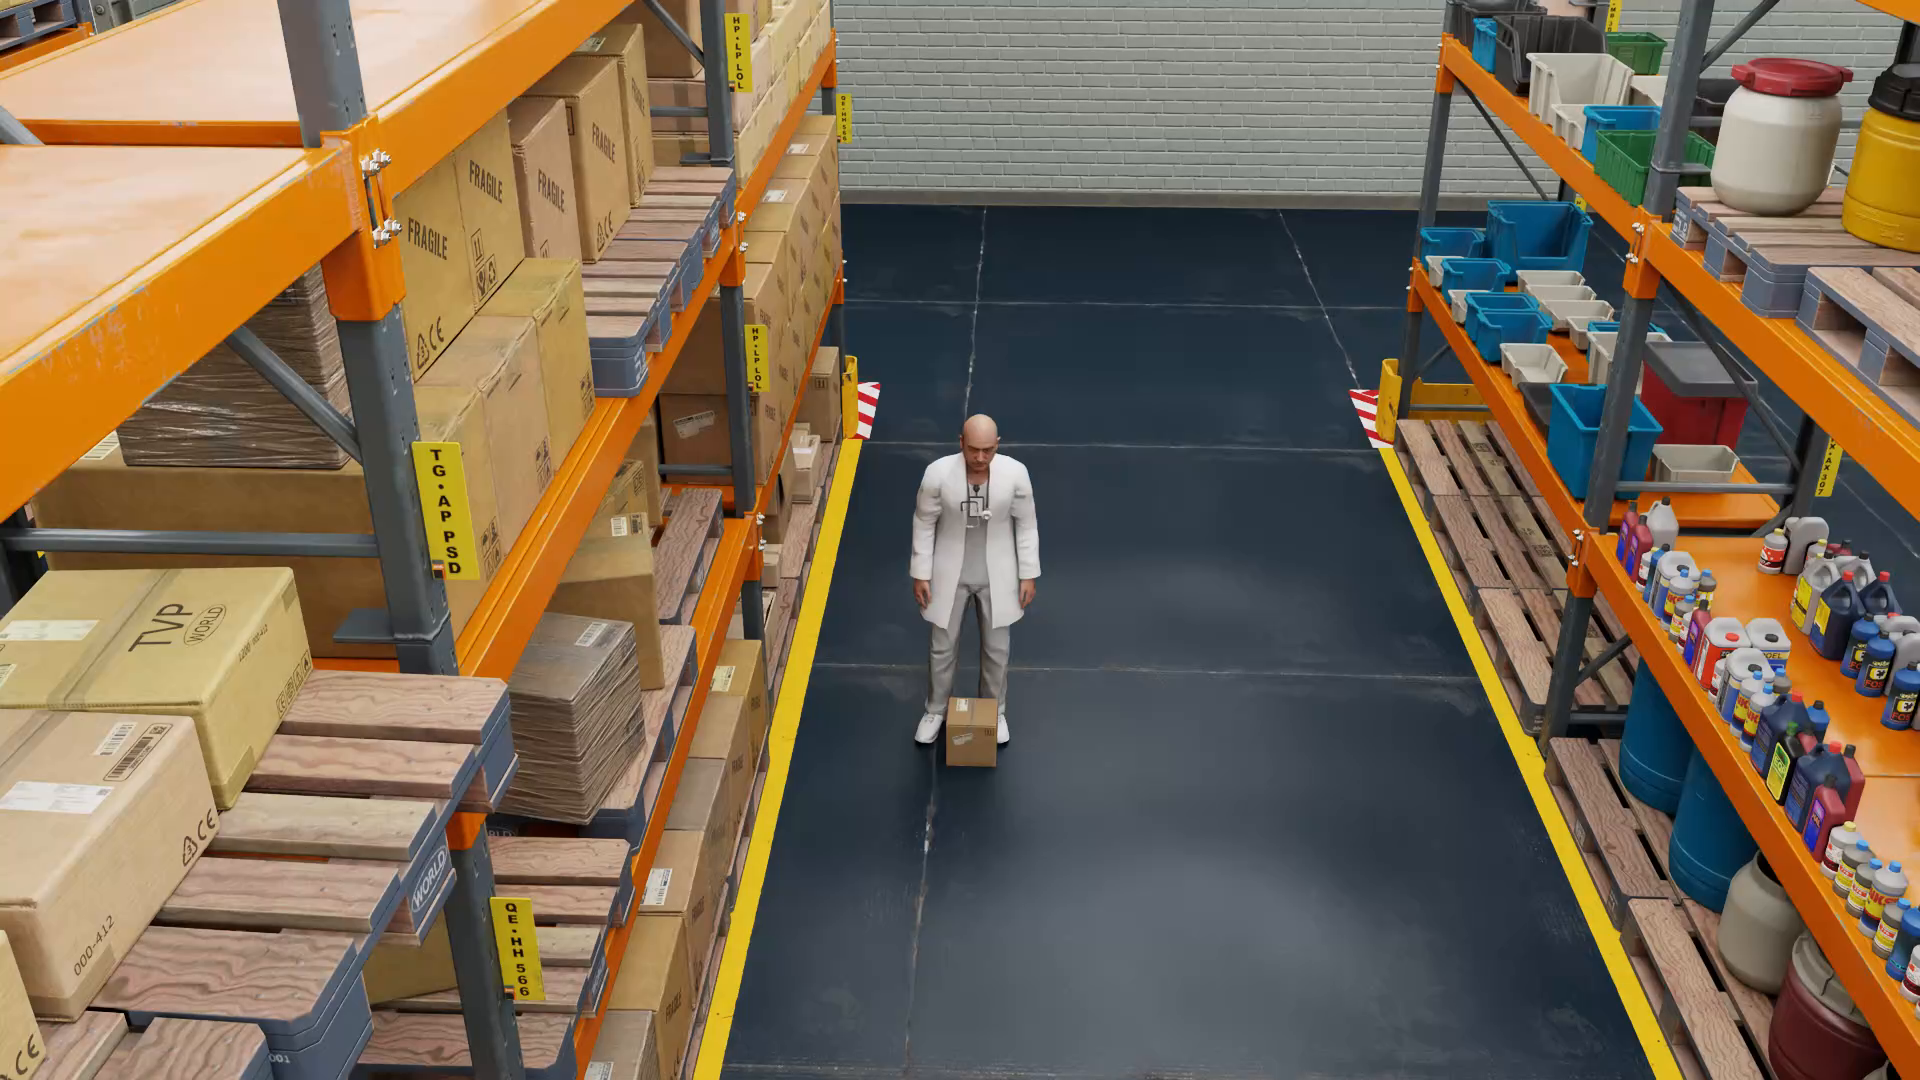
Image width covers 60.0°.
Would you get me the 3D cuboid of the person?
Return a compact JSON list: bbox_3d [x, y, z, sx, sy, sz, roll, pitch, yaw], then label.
[{"bbox_3d":[0.074,0.184,8.283,0.655,1.775,0.419,0,28,-1],"label":"person"}]
